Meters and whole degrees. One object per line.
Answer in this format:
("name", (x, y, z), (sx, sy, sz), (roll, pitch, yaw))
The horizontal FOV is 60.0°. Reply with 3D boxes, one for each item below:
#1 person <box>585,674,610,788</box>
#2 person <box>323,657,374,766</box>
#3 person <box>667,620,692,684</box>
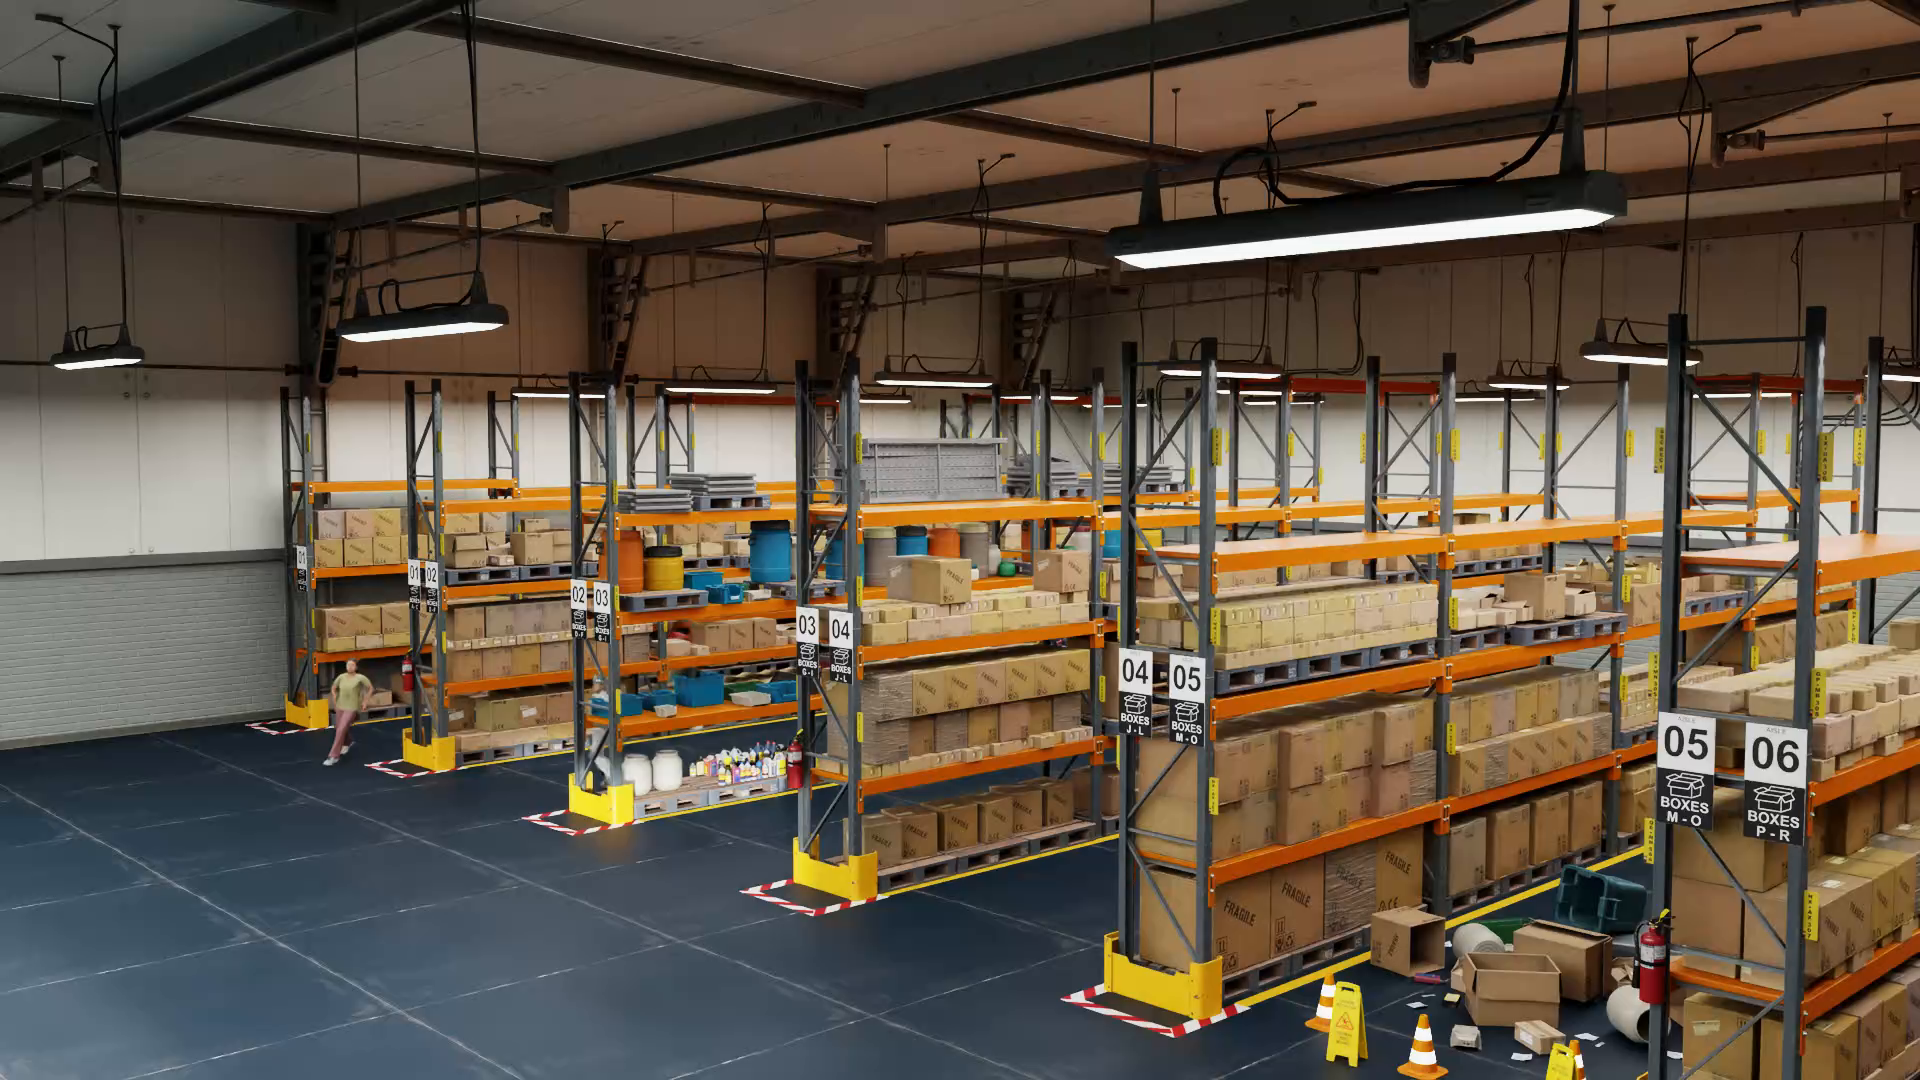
("person", (-5.236, 2.780, 24.177), (0.621, 1.673, 0.635), (-3, 5, -42))
("person", (-9.607, 2.658, 26.123), (0.640, 1.636, 0.954), (1, 4, 9))
("person", (-5.315, 2.363, 30.729), (0.767, 1.781, 0.638), (-3, 5, -43))
